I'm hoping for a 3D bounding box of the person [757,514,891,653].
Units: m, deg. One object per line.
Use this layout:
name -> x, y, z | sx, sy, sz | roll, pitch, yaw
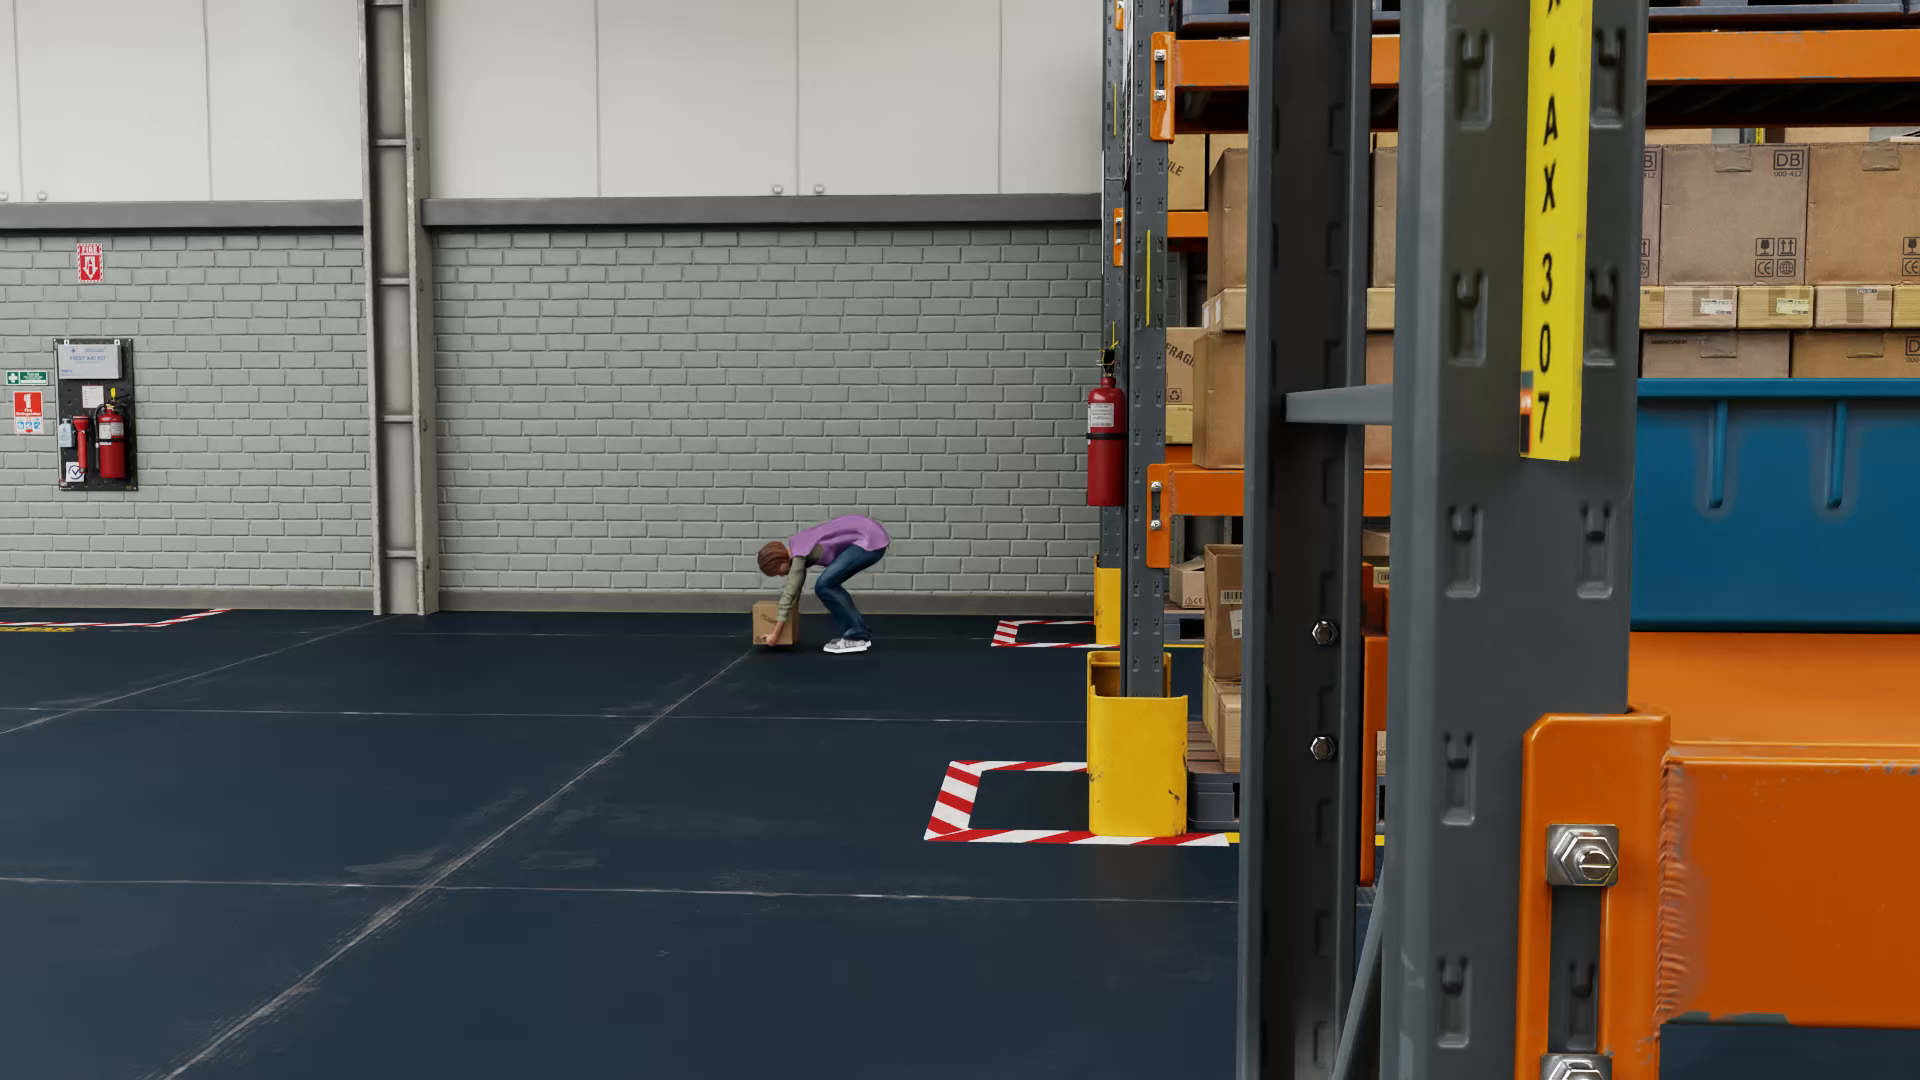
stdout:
person -> -0.861, 0.273, 10.551 | 0.853, 0.873, 0.425 | 0, 4, 1
